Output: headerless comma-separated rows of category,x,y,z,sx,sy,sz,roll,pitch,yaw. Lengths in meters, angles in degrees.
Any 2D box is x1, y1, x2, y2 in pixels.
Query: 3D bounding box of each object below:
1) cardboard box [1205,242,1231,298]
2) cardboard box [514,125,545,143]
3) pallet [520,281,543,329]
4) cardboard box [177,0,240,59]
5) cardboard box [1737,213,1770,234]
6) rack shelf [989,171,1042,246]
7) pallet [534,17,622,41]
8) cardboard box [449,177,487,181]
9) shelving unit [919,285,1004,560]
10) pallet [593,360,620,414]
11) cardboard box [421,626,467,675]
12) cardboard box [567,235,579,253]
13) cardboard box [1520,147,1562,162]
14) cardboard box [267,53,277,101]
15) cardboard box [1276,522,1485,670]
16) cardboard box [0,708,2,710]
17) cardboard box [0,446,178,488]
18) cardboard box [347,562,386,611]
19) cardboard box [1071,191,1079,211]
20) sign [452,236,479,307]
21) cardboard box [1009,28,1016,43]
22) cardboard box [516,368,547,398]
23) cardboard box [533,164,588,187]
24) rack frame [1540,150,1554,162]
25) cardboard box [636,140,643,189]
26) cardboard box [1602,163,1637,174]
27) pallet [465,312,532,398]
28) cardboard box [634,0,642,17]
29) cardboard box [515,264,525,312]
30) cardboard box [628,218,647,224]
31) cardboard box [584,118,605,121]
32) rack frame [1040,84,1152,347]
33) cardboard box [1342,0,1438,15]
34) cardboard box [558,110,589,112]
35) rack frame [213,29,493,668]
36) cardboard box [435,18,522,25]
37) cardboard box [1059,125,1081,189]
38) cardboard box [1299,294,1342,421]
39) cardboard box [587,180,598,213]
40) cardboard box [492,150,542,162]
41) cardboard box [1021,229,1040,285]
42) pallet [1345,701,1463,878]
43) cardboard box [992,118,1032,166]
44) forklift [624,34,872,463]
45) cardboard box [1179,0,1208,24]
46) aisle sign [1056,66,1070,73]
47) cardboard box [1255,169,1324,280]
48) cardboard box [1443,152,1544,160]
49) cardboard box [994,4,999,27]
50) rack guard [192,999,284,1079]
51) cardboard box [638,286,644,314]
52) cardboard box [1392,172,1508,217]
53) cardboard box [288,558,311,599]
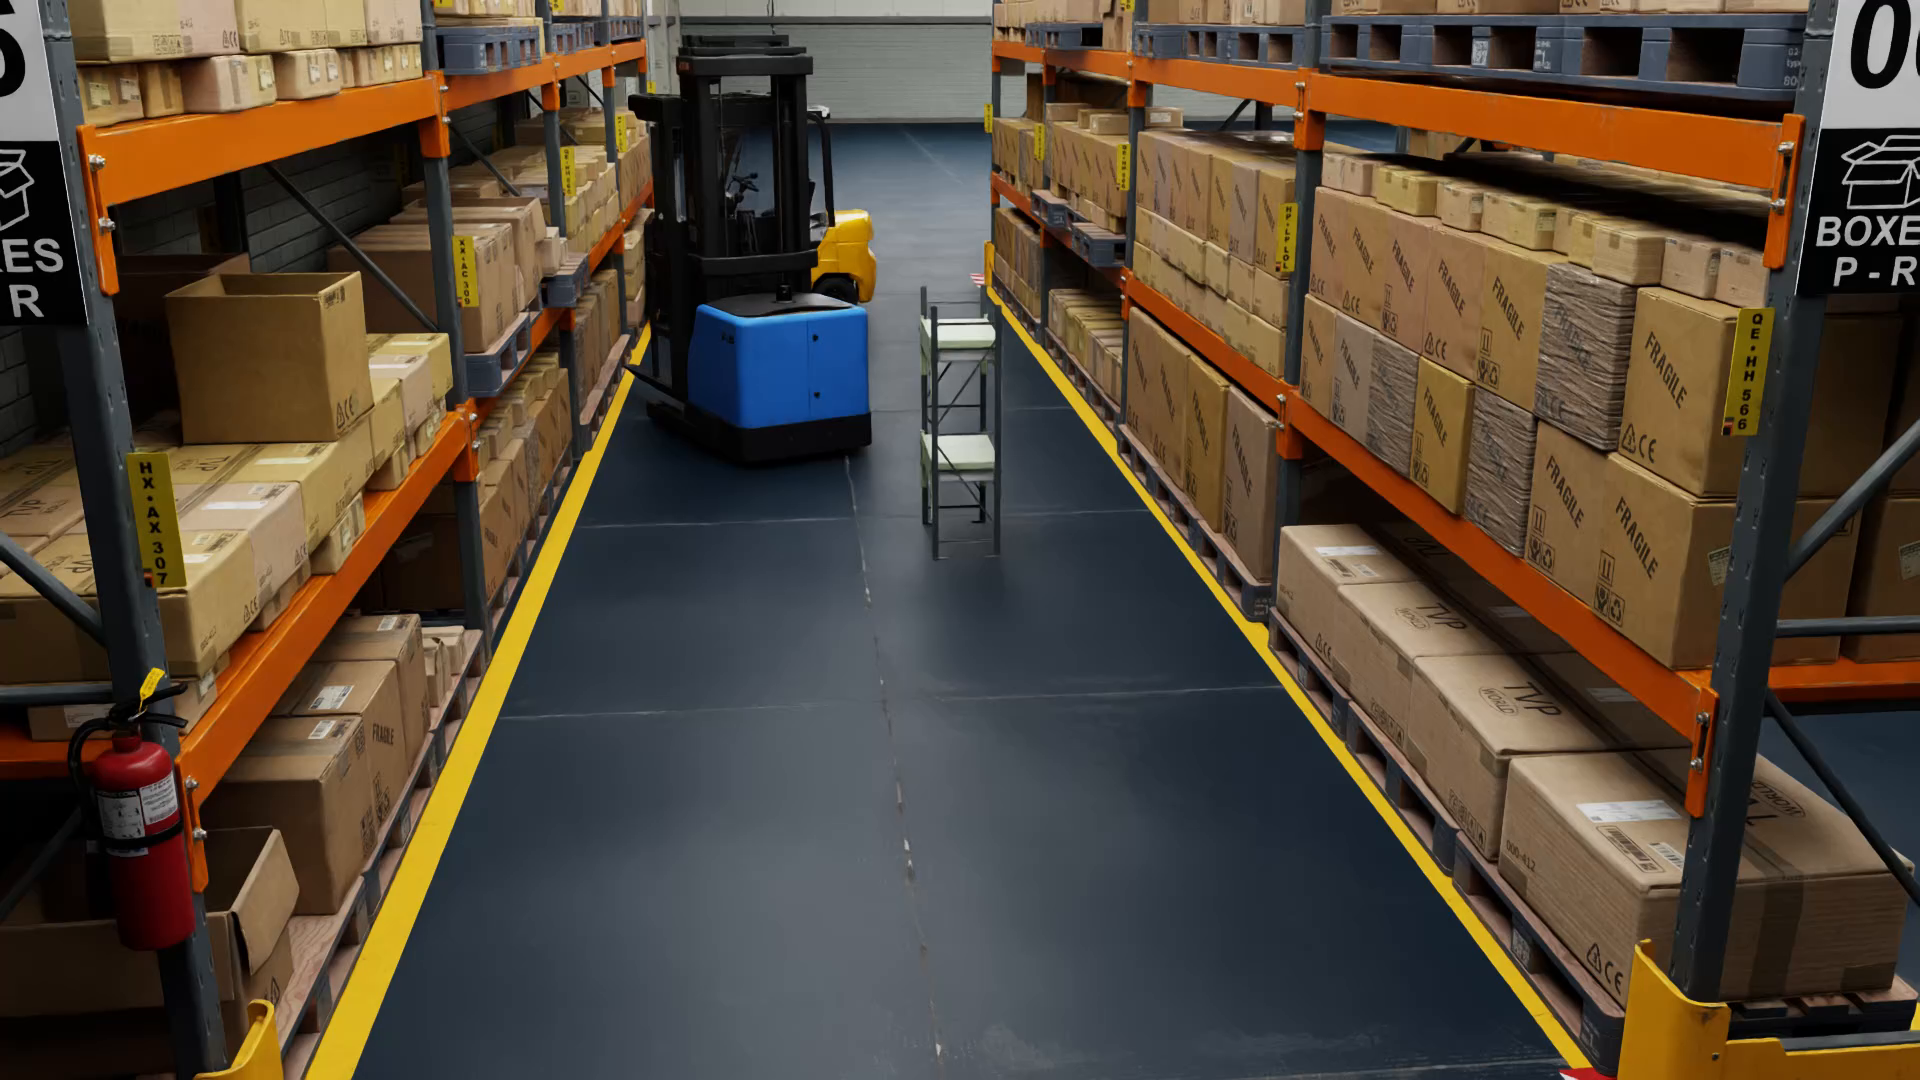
cardboard box,1.709,-1.554,9.535,0.500,0.250,0.500,-1,17,-4
cardboard box,-3.981,-3.774,15.445,0.380,0.149,0.250,-2,18,-6
pallet,-3.030,-1.327,9.716,1.003,0.211,1.213,-2,18,-6
cardboard box,-2.257,-1.407,4.397,0.500,0.250,0.500,-1,17,-5
cardboard box,2.710,-0.952,5.282,0.380,0.149,0.250,-2,18,-7
rack shelf,1.083,-3.596,17.826,1.077,0.370,4.000,-2,18,-6
pallet,-3.761,-4.832,15.699,1.003,0.211,1.213,-2,18,-6
cardboard box,-3.608,-2.520,11.946,0.380,0.149,0.250,-1,17,-4
shelving unit,-0.001,-0.718,9.959,0.431,1.500,0.755,-2,18,-6
pallet,-3.404,-1.276,13.890,1.003,0.211,1.213,-2,18,-6
cardboard box,-2.473,0.511,7.600,0.380,0.149,0.250,-2,18,-7
cardboard box,-3.038,-2.066,12.000,0.500,0.250,0.500,-2,18,-5
cardboard box,6.153,-3.708,16.730,0.875,0.550,0.550,-2,18,-6
cardboard box,-2.318,-1.409,5.068,0.380,0.149,0.250,-2,18,-6
cardboard box,2.072,0.252,7.943,0.875,0.438,0.875,-2,18,-6
cardboard box,-2.711,0.415,4.266,0.380,0.149,0.250,-2,18,-6
cardboard box,-2.820,-0.115,5.288,0.500,0.250,0.500,-1,17,-4
cardboard box,-3.167,0.049,8.484,0.500,0.500,0.500,-2,18,-6
cardboard box,1.139,-2.861,14.000,0.380,0.149,0.250,-1,17,-4
sign,-2.283,-1.238,7.667,0.100,0.325,0.005,-2,18,-6
cardboard box,0.725,-5.353,17.632,0.380,0.149,0.250,-2,17,-5
cardboard box,-2.890,-1.015,10.792,0.380,0.149,0.250,-2,18,-7
cardboard box,-3.118,-2.843,12.975,0.380,0.149,0.250,-1,17,-4
rack frame,6.203,-3.527,16.403,1.000,3.000,0.127,-2,18,-6
cardboard box,-3.651,-3.983,17.688,0.500,0.500,0.500,-2,18,-7
cardboard box,6.091,-3.110,14.909,0.500,0.500,0.500,-2,18,-6
pallet,-2.796,-0.956,8.534,1.003,0.211,1.213,-2,18,-6
cardboard box,-3.772,-5.984,18.186,0.500,0.500,0.500,-1,17,-4
cardboard box,-2.584,-1.368,9.050,0.396,0.266,0.258,-1,17,-3
cardboard box,-3.582,-3.317,17.955,0.500,0.250,0.500,-2,17,-5
cardboard box,-3.515,-4.100,16.482,0.380,0.149,0.250,-2,18,-7
rack frame,1.289,-3.344,15.820,1.000,3.000,0.127,-2,18,-6
cardboard box,1.966,-2.505,7.107,0.500,0.500,0.500,-1,17,-5
cardboard box,-4.192,-4.542,17.890,0.380,0.149,0.250,-2,18,-5
rack frame,-2.822,-0.806,7.736,1.000,3.000,0.127,-2,18,-6
cardboard box,-2.836,-2.913,9.690,0.500,0.250,0.500,-2,18,-6
cardboard box,1.142,-3.288,14.279,0.500,0.500,0.500,-2,18,-6
cardboard box,1.902,-0.860,7.742,0.500,0.500,0.500,-1,17,-4
cardboard box,-3.202,-2.761,13.381,0.500,0.250,0.500,-2,17,-5
cardboard box,-3.824,-3.279,14.364,0.380,0.149,0.250,-2,18,-6
cardboard box,0.907,-2.910,17.074,0.500,0.500,0.500,-1,17,-5
pallet,2.244,0.963,6.756,1.003,0.211,1.213,-2,18,-6
cardboard box,0.650,-4.575,19.080,0.500,0.500,0.500,-2,18,-6
forklift,-1.822,-2.339,12.734,1.130,2.935,3.031,-10,20,-29
cardboard box,1.891,-3.725,11.153,0.797,0.503,0.637,-3,18,-9
aisle sign,1.159,-5.803,19.314,0.394,0.787,0.004,-2,18,-6
cardboard box,1.819,-1.610,8.463,0.500,0.500,0.500,-1,17,-4
cardboard box,2.463,-1.713,7.705,0.380,0.149,0.250,-2,18,-7
cardboard box,0.664,-5.879,18.641,0.500,0.250,0.500,-2,18,-7
rack guard,-2.418,1.556,4.387,1.175,0.500,0.348,-2,18,-6
cardboard box,-3.436,-2.383,16.649,0.500,0.250,0.500,-2,18,-7
cardboard box,1.963,-1.386,6.664,0.380,0.149,0.250,-2,18,-7
cardboard box,-2.303,0.092,5.297,0.380,0.149,0.250,-2,17,-5
